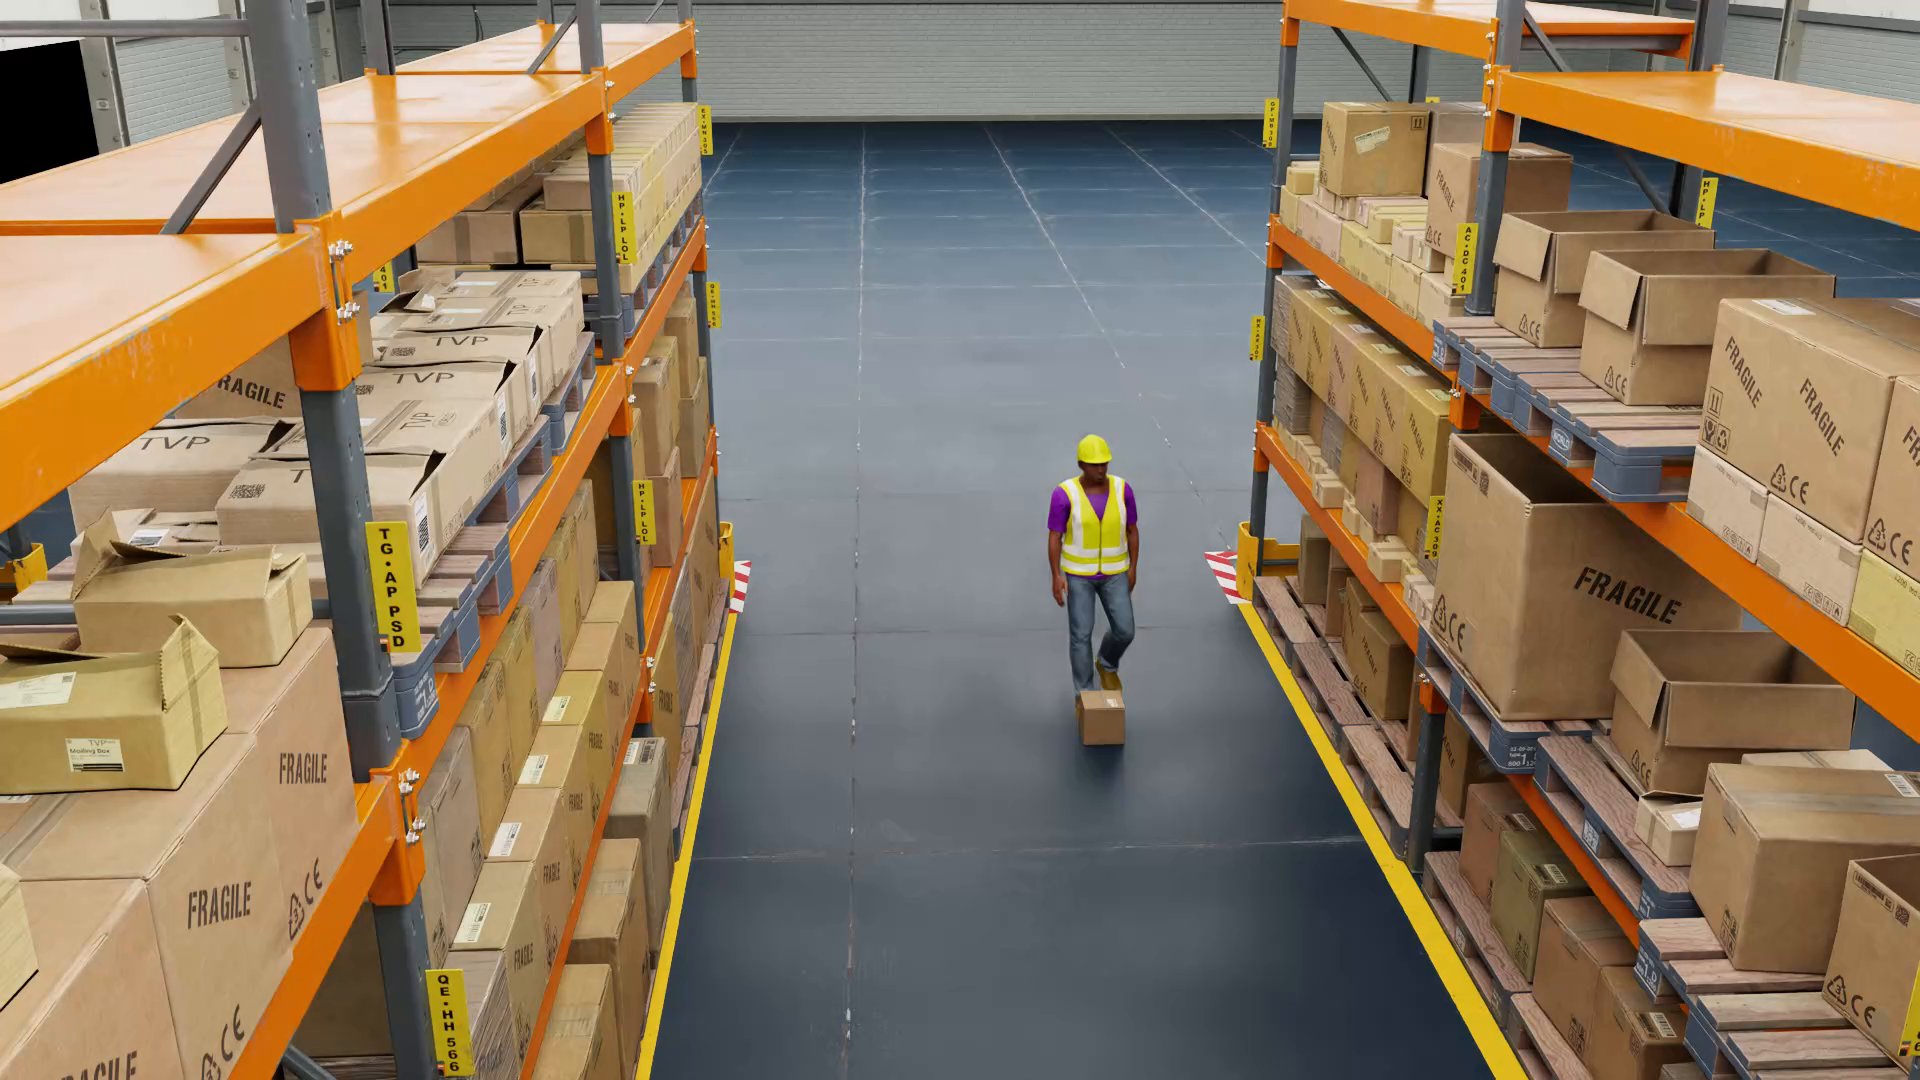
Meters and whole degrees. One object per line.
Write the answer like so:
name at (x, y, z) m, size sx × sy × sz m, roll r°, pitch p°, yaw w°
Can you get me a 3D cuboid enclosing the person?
person at (0.852, 0.229, 10.383) m, size 0.598 × 1.765 × 0.572 m, roll -3°, pitch 20°, yaw -8°
